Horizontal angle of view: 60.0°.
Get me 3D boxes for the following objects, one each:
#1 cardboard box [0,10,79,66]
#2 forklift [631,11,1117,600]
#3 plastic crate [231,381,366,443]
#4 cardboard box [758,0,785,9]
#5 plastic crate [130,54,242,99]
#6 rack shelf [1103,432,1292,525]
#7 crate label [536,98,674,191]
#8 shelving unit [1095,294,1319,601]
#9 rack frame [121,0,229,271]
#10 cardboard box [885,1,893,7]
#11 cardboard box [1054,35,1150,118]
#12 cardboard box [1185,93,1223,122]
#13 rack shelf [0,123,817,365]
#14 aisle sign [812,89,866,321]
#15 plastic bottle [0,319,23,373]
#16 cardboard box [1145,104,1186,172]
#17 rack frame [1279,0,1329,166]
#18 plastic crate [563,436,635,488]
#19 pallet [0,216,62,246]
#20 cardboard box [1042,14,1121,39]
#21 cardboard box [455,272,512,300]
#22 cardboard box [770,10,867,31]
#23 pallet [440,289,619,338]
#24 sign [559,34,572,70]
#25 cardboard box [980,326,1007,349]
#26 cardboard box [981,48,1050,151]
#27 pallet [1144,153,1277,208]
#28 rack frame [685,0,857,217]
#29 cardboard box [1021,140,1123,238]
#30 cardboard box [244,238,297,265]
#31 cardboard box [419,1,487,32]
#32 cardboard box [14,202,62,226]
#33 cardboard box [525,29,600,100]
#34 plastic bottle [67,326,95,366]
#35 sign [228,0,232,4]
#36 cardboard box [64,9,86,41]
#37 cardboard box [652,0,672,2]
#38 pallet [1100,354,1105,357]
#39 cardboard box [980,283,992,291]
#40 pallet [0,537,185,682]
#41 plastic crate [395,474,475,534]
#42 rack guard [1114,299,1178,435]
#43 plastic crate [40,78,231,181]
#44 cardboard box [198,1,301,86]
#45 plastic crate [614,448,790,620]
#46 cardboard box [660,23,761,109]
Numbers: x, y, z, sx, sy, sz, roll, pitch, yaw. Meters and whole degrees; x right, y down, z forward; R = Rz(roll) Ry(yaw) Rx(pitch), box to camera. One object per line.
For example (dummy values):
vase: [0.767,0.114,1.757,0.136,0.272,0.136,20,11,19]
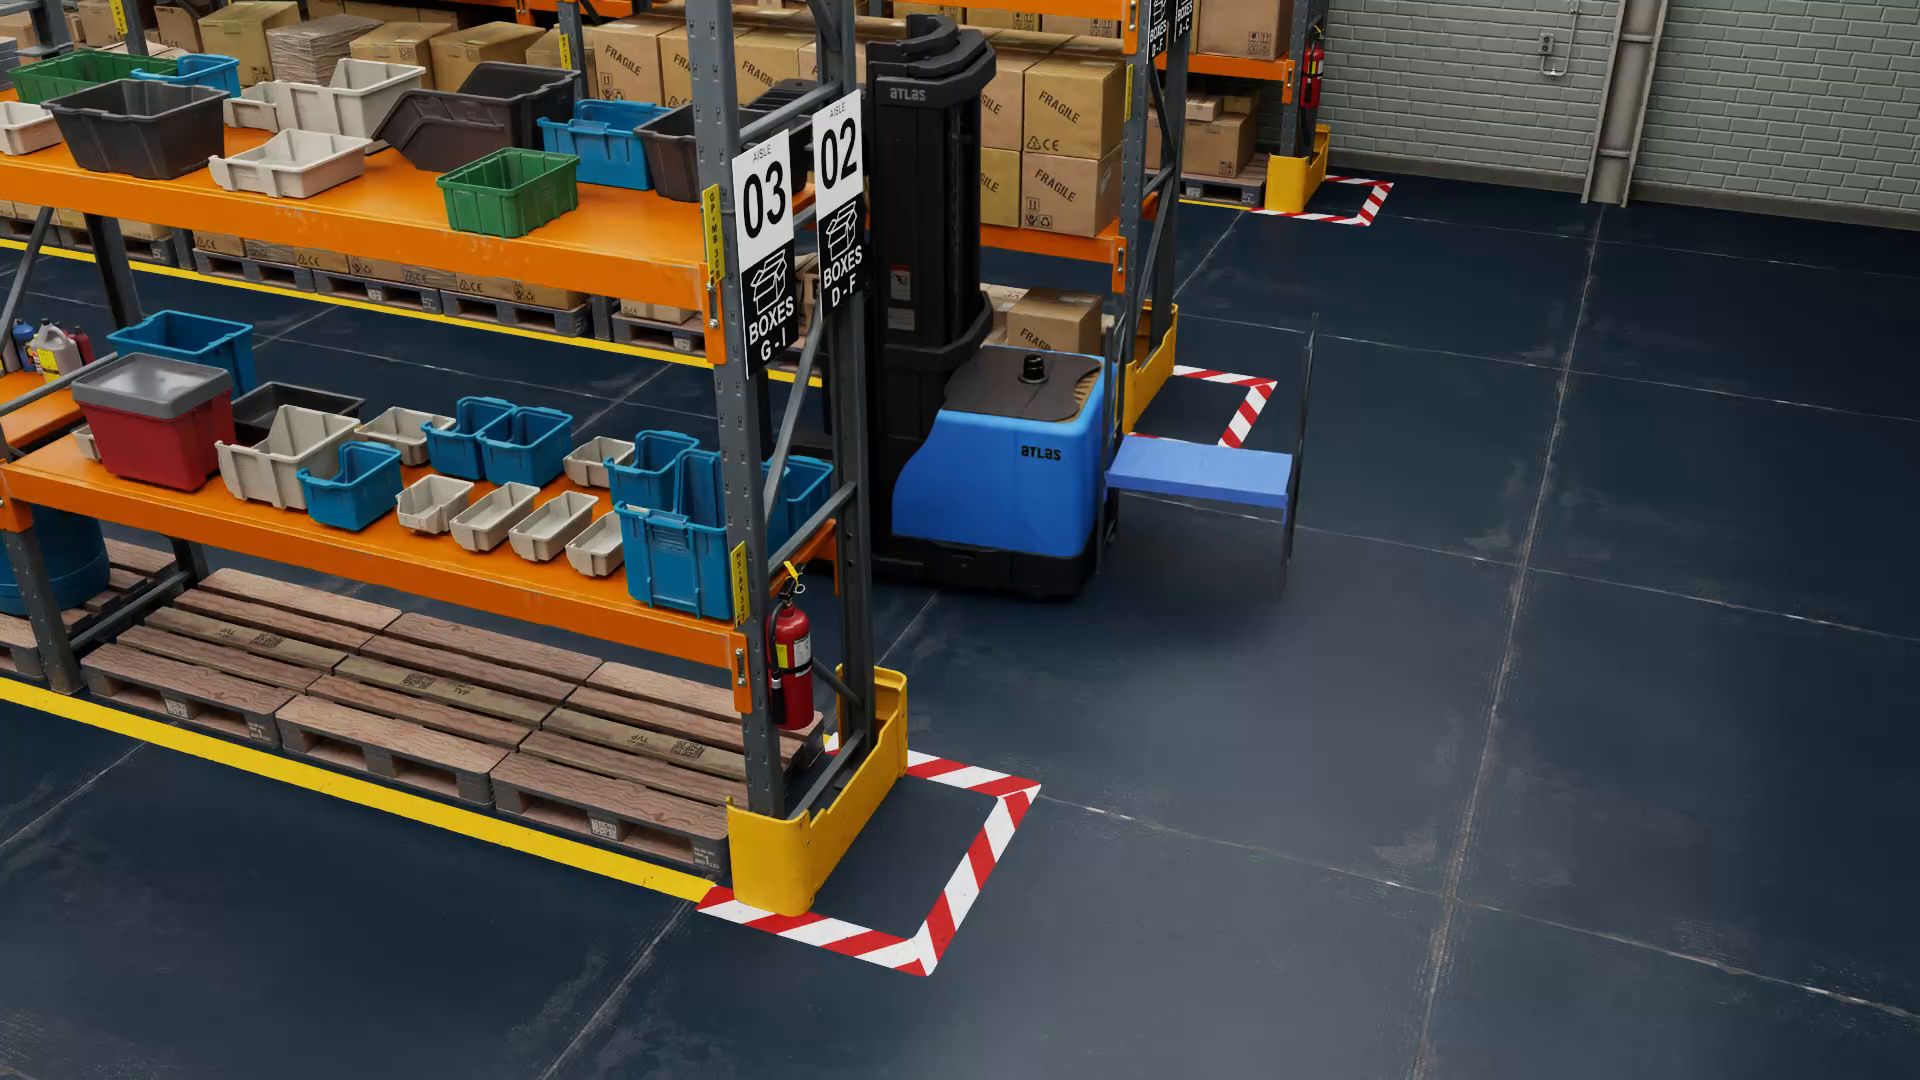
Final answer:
cardboard box: [-7.740,-4.099,13.852,0.500,0.500,0.500,10,31,16]
forklift: [-0.676,-1.342,9.145,3.031,2.935,1.130,8,30,13]
plastic crate: [-3.200,-0.577,7.940,0.590,0.125,0.437,11,31,19]
cardboard box: [-1.765,-5.231,16.192,0.250,0.149,0.380,11,31,19]
plastic crate: [-3.374,-1.965,7.300,0.300,0.233,0.416,11,31,19]
rack shelf: [1.335,-0.348,9.208,1.000,0.185,0.538,8,30,13]
crate label: [-1.365,-1.574,6.589,0.502,0.251,0.408,11,31,19]
shelving unit: [1.335,-0.505,9.119,1.048,1.500,0.538,8,30,13]
rack frame: [-6.179,-3.753,13.341,0.127,3.000,1.000,11,31,19]
cardboard box: [-0.849,-5.324,16.356,0.250,0.149,0.380,10,31,17]
cardboard box: [0.922,-2.954,10.810,0.500,0.500,0.500,12,32,21]
cardboard box: [2.220,-3.934,15.115,0.250,0.149,0.380,11,31,19]
rack shelf: [-2.485,-1.378,6.821,4.000,0.370,1.077,11,31,19]
aisle sign: [-0.453,-1.269,6.304,0.004,0.787,0.394,11,31,19]
plastic bottle: [-4.963,-1.028,8.646,0.135,0.276,0.152,11,31,19]
cardboard box: [1.944,-3.803,15.544,0.500,0.500,0.700,11,31,19]
rack frame: [3.093,-4.532,14.720,0.127,3.000,1.000,11,31,19]
plastic crate: [-1.631,-0.345,7.518,0.298,0.136,0.250,11,31,19]
pallet: [-8.053,-2.935,14.729,1.213,0.211,1.003,11,31,19]
cardboard box: [1.236,-5.027,15.291,0.700,0.700,0.980,10,31,17]
cardboard box: [-3.492,-2.172,12.637,0.500,0.500,0.500,11,31,19]
cardboard box: [-0.963,-3.329,11.474,0.500,0.500,0.500,12,31,20]
pallet: [-3.240,-1.932,12.954,1.213,0.211,1.003,11,31,19]
sign: [-2.677,-3.263,11.298,0.005,0.325,0.100,11,31,19]
cardboard box: [0.297,-1.335,11.496,0.250,0.166,0.380,11,31,19]
cardboard box: [0.250,-2.802,10.540,0.500,0.500,0.500,12,32,20]
pallet: [2.323,-3.430,15.605,1.213,0.211,1.003,11,31,19]
rack frame: [-0.631,-2.627,5.252,0.127,3.000,1.000,11,31,19]
cardboard box: [0.717,-2.275,10.625,0.500,0.500,0.500,12,32,21]
cardboard box: [-5.377,-2.547,13.301,0.500,0.500,0.500,10,31,17]
cardboard box: [-5.511,-5.685,18.091,0.500,0.250,0.500,12,32,20]
cardboard box: [-7.702,-2.913,14.223,0.500,0.250,0.500,12,32,20]
cardboard box: [-2.827,-3.429,12.239,0.500,0.500,0.700,1,30,2]
plastic bottle: [-4.517,-0.966,8.530,0.133,0.283,0.061,11,31,19]
sign: [-5.983,-4.471,13.516,0.005,0.325,0.100,11,31,19]
cardboard box: [-10.597,-6.239,20.024,0.500,0.311,0.500,14,32,23]
cardboard box: [-2.899,-5.520,16.702,0.250,0.149,0.380,12,32,20]
pallet: [0.425,-1.220,11.694,1.213,0.211,1.003,11,31,19]
cardboard box: [-0.089,-1.682,12.025,0.500,0.250,0.500,11,31,19]
pallet: [-5.037,0.297,9.009,1.213,0.211,1.003,11,31,19]
plastic crate: [-2.267,-0.141,7.159,0.250,0.136,0.298,11,31,19]
rack guard: [1.164,-1.199,11.362,0.348,0.500,1.175,11,31,19]
plastic crate: [-3.290,-1.649,6.703,0.590,0.269,0.497,11,31,19]
cardboard box: [-5.553,-3.914,13.098,0.500,0.500,0.700,1,30,2]
plastic crate: [-1.012,-0.033,6.663,0.499,0.435,0.616,11,31,19]
cardboard box: [-1.663,-3.181,11.211,0.500,0.500,0.500,10,31,18]
